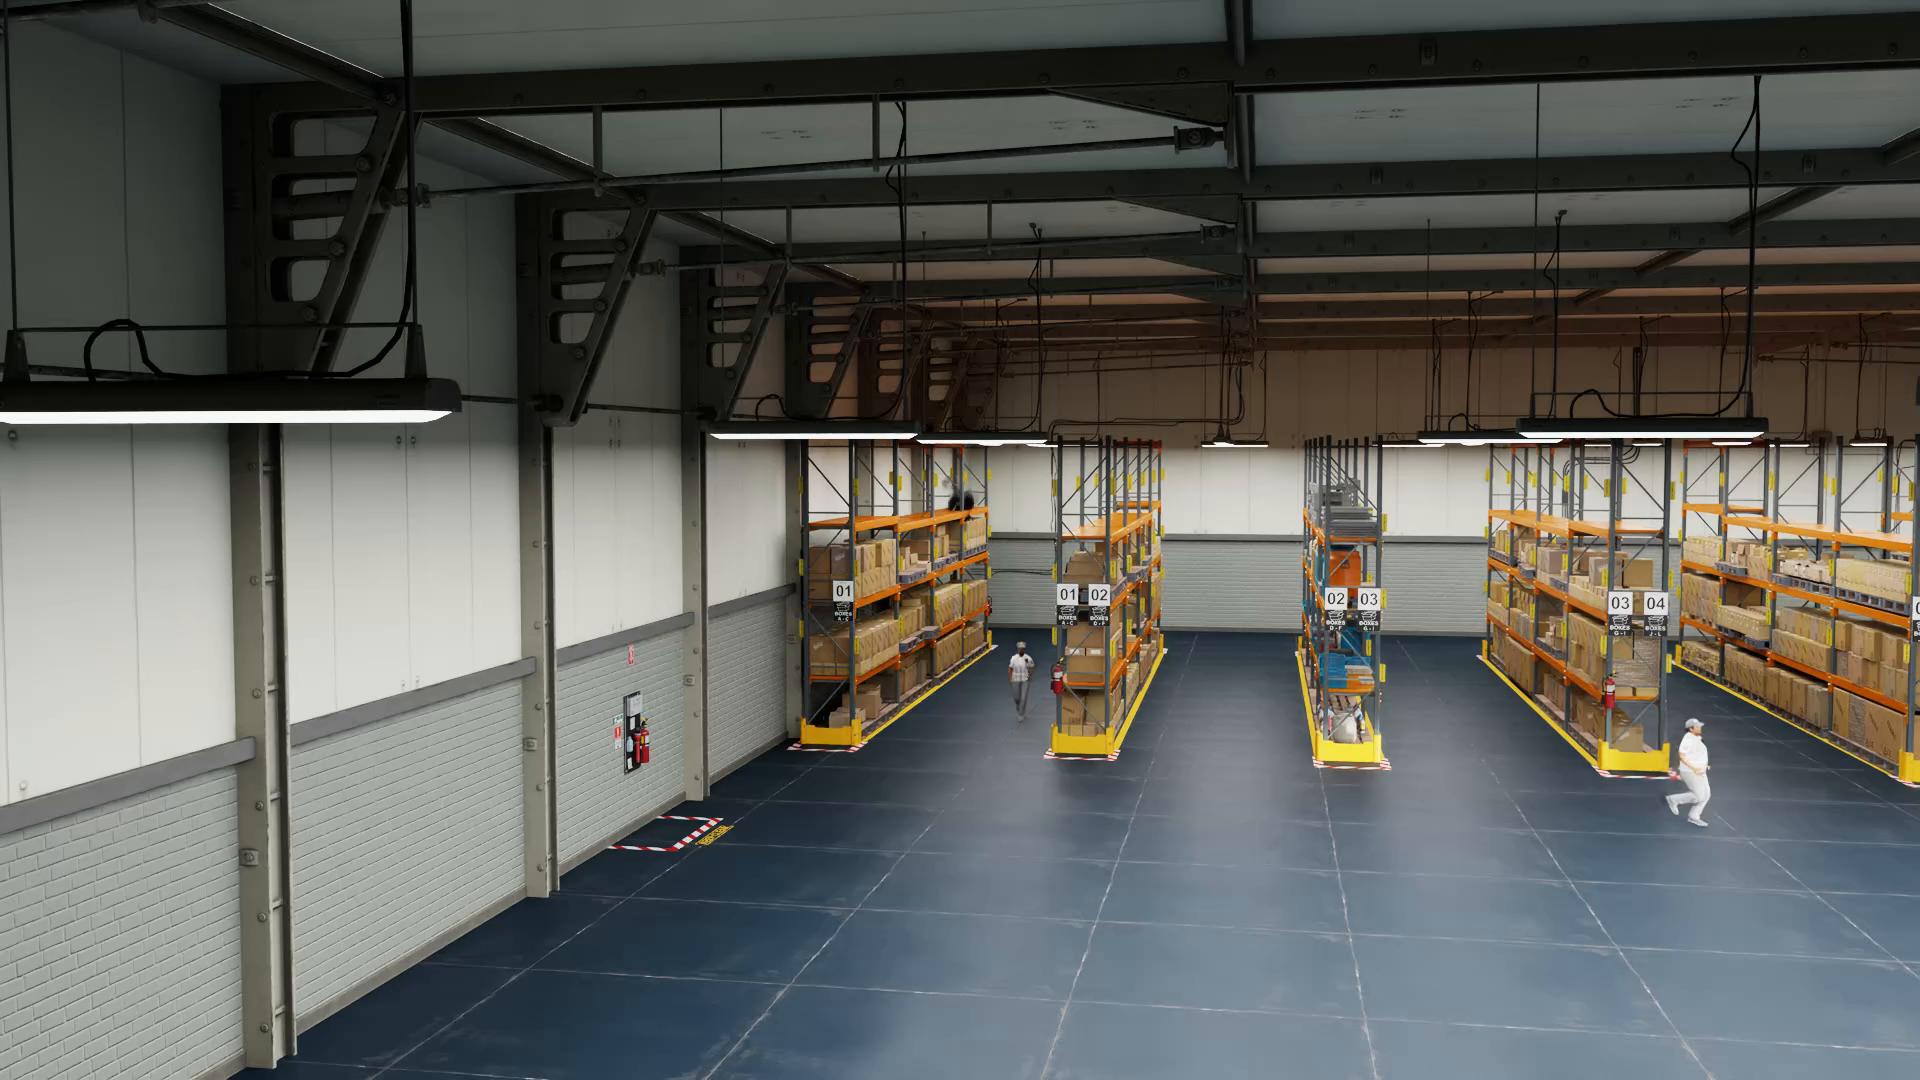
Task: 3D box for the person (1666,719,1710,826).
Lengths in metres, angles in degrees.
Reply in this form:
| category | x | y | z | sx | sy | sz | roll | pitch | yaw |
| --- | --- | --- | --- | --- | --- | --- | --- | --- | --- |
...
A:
| category | x | y | z | sx | sy | sz | roll | pitch | yaw |
| --- | --- | --- | --- | --- | --- | --- | --- | --- | --- |
| person | 11.179 | 3.545 | 25.491 | 0.579 | 1.636 | 0.617 | 2 | 4 | 38 |

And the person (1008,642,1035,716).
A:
| category | x | y | z | sx | sy | sz | roll | pitch | yaw |
| --- | --- | --- | --- | --- | --- | --- | --- | --- | --- |
| person | 1.310 | 2.951 | 35.361 | 0.575 | 1.584 | 0.520 | 0 | 3 | 4 |
